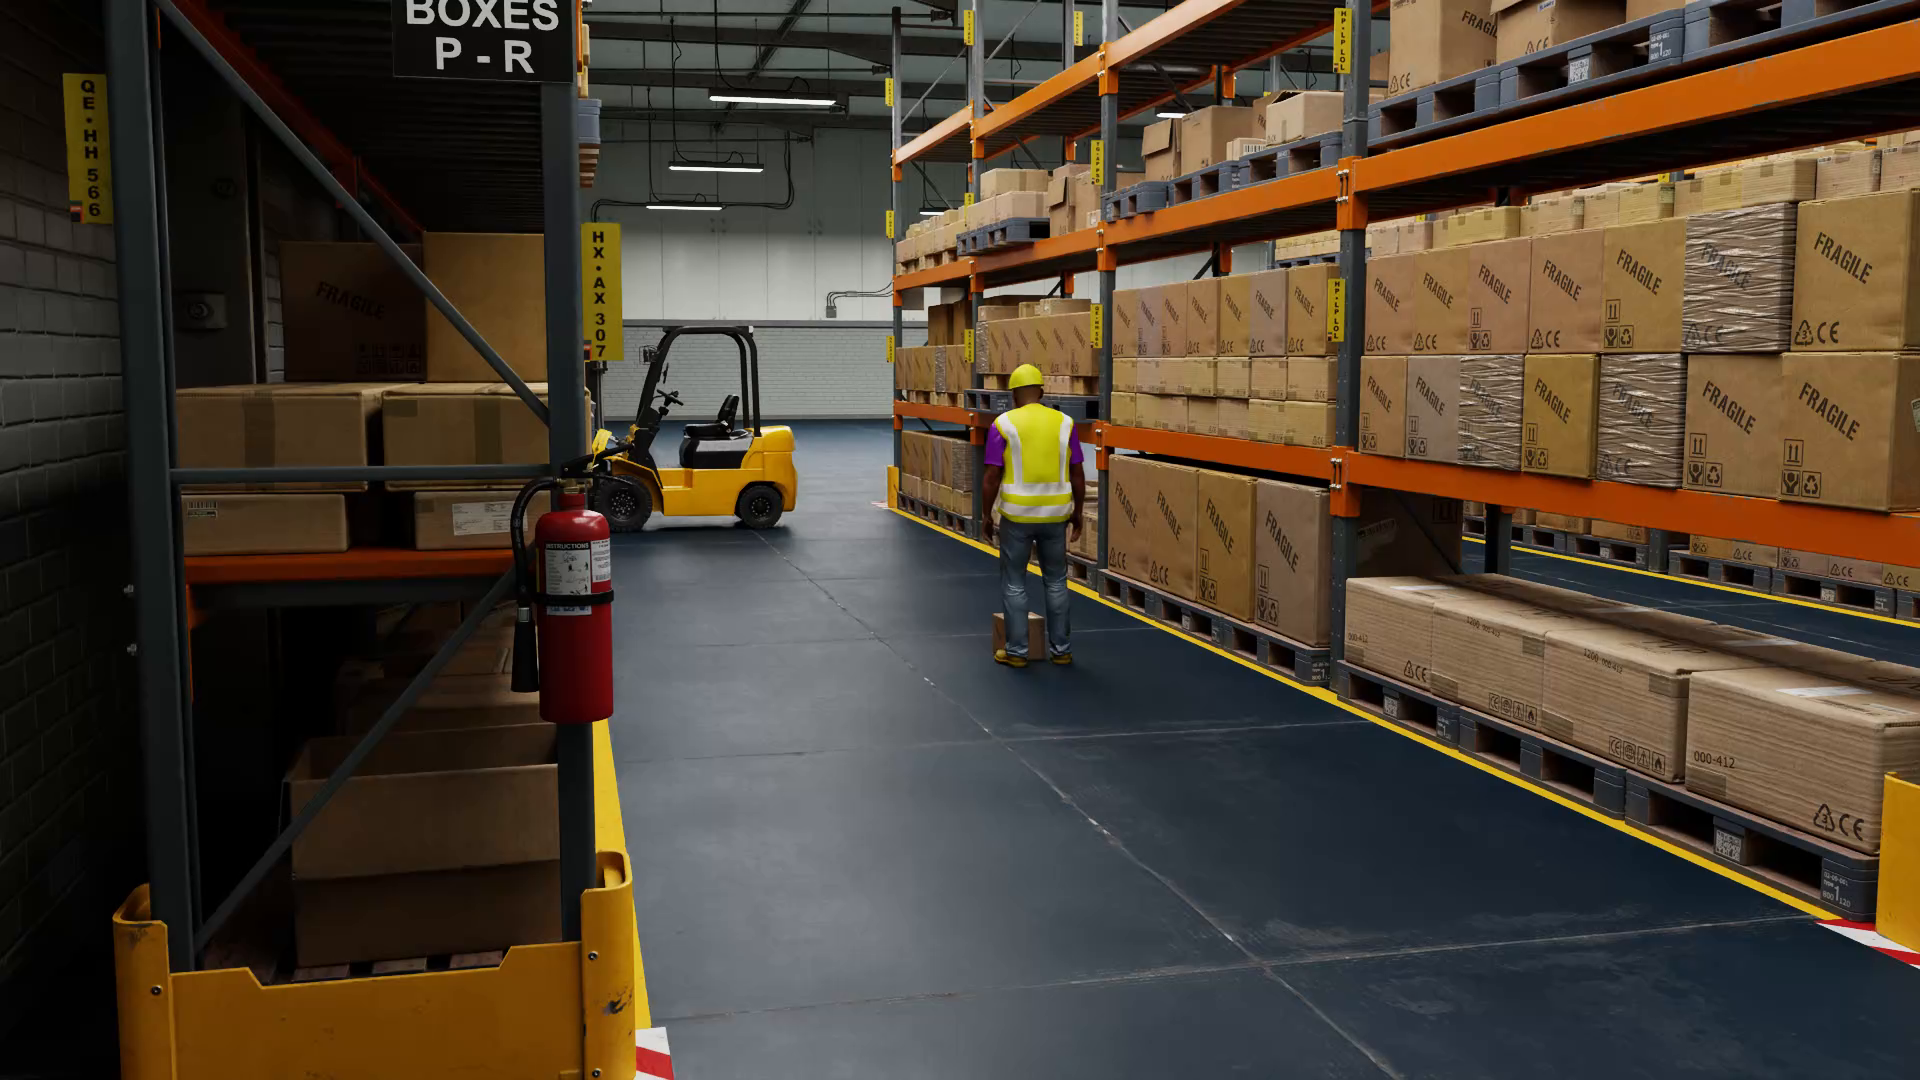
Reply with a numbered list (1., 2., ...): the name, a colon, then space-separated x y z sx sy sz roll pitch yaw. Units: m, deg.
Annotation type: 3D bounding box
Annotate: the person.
1. person: 0.425 -0.144 9.739 0.627 1.756 0.461 -1 6 -14
